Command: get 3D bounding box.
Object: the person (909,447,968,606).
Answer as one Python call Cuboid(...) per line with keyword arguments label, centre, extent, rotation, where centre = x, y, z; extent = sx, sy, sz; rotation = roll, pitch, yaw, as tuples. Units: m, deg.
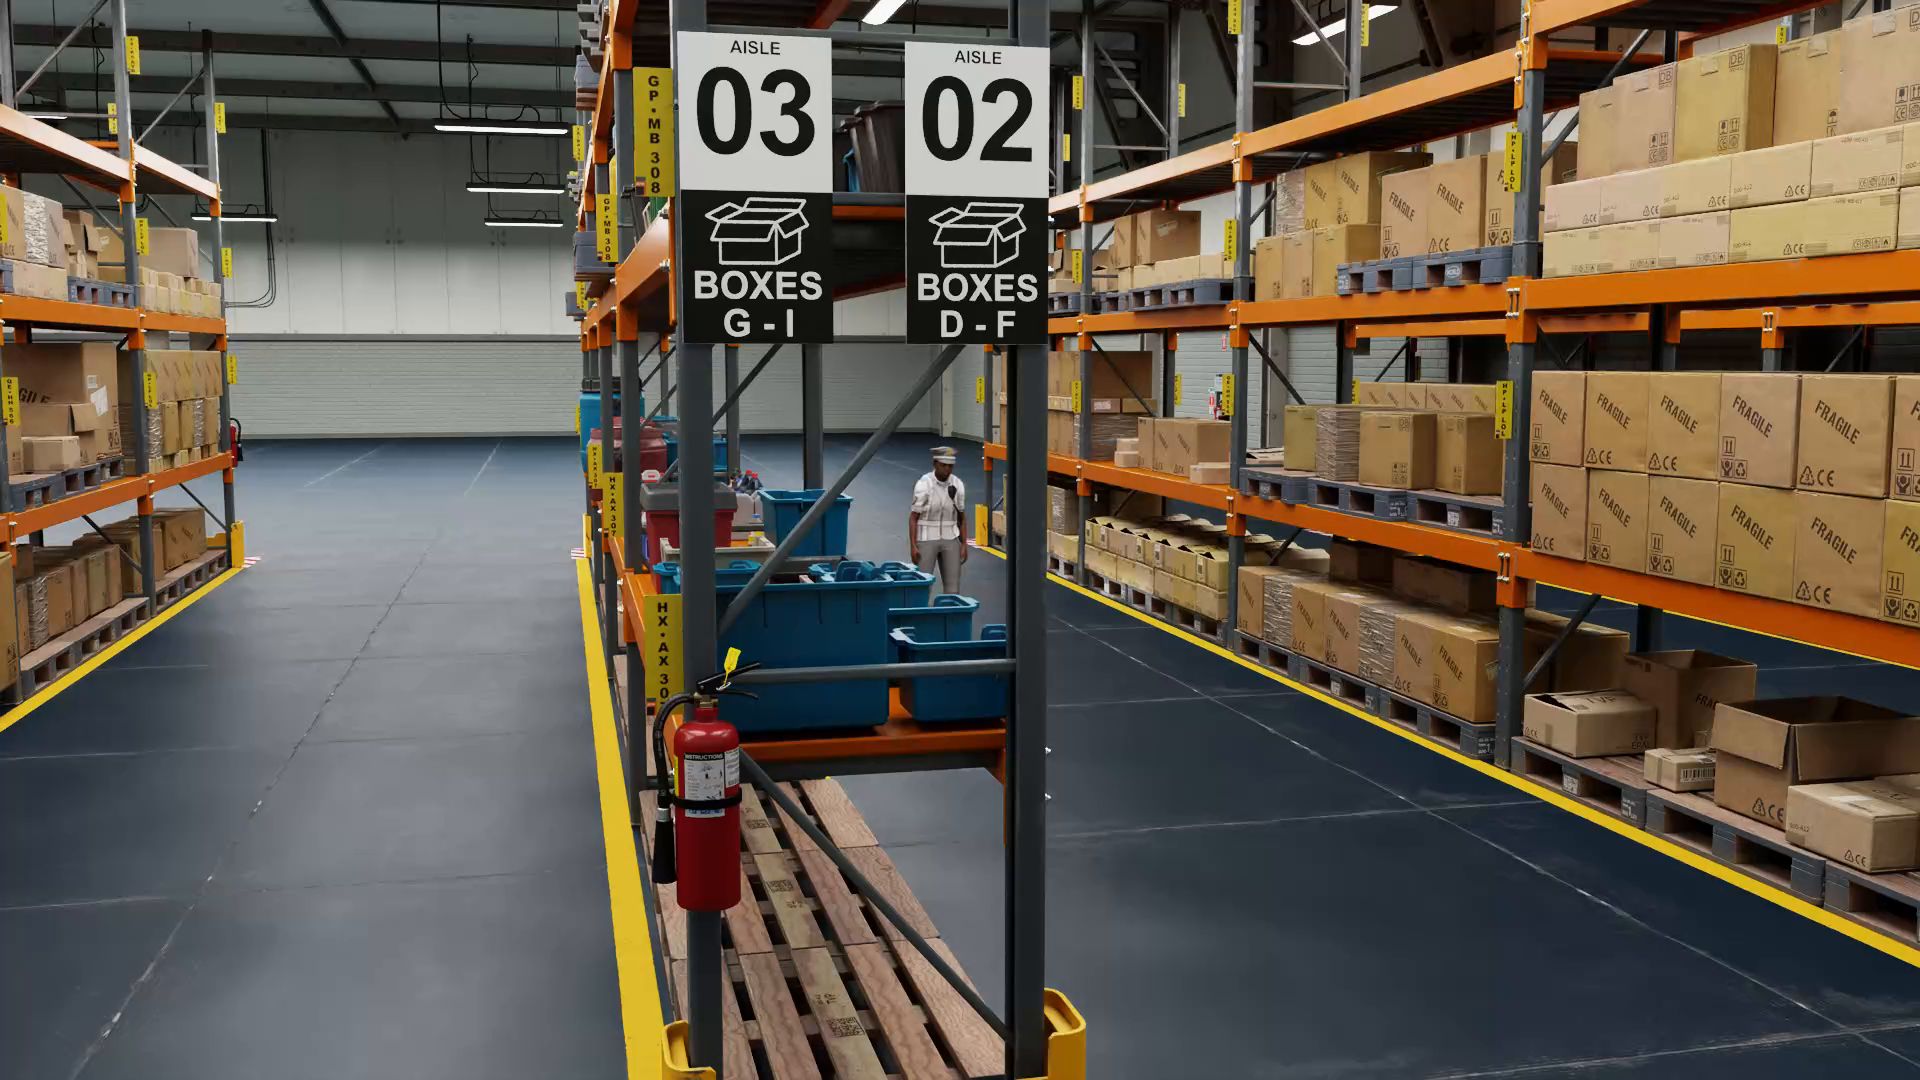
Cuboid(label="person", centre=(-0.185, 0.060, 13.641), extent=(0.527, 1.658, 0.396), rotation=(-2, 7, -17))
